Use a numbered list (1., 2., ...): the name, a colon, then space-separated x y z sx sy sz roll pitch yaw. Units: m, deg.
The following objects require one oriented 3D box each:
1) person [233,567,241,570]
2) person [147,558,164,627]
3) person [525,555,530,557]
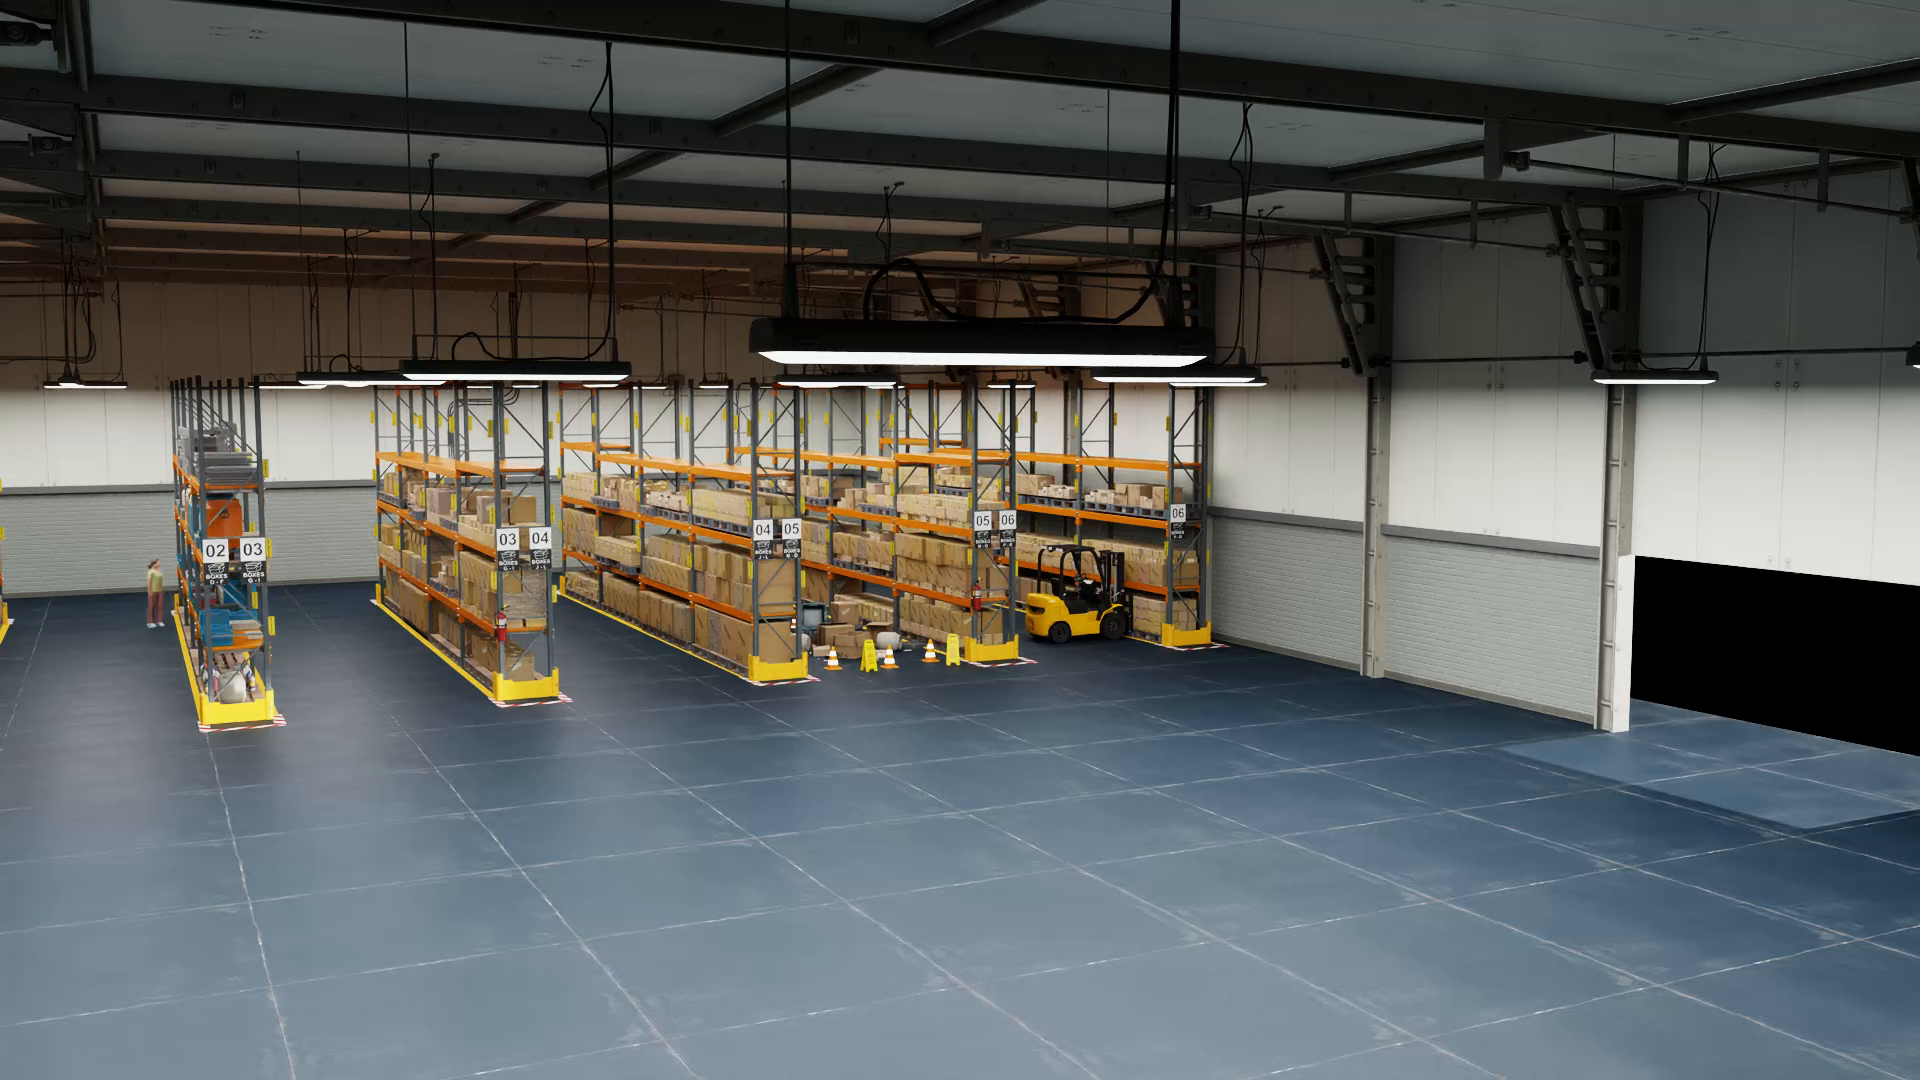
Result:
1. person: -19.831 0.768 46.036 0.579 1.835 0.425 -3 6 -32
2. person: -19.664 1.274 40.615 0.344 1.688 0.480 1 5 16
3. person: -11.177 1.096 42.906 0.579 1.687 0.661 1 5 10
